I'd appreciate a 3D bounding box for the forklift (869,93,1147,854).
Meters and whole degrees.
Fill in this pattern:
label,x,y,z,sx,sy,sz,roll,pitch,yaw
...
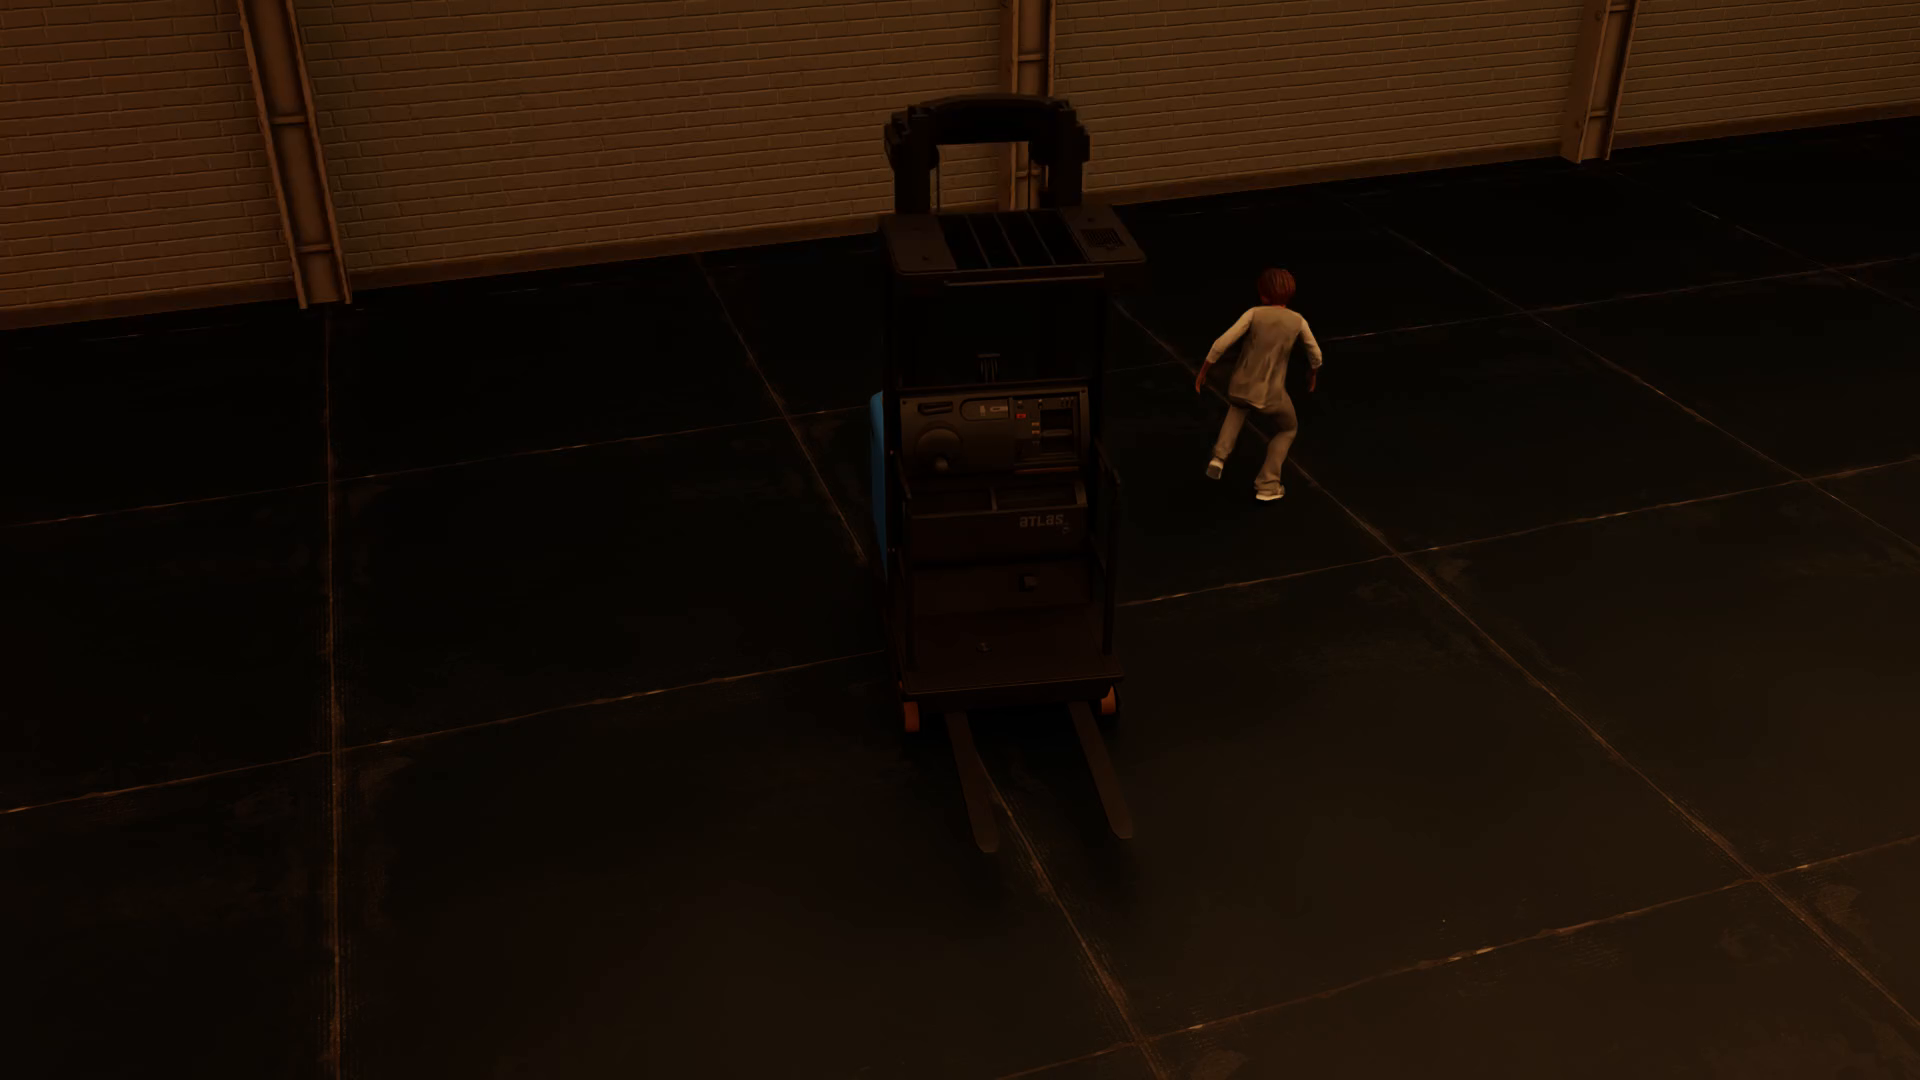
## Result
label,x,y,z,sx,sy,sz,roll,pitch,yaw
forklift,0.206,-0.490,7.939,1.130,2.935,3.031,-4,30,-7

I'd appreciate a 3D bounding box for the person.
label,x,y,z,sx,sy,sz,roll,pitch,yaw
person,1.840,-0.953,10.199,0.695,1.504,0.529,13,32,21
